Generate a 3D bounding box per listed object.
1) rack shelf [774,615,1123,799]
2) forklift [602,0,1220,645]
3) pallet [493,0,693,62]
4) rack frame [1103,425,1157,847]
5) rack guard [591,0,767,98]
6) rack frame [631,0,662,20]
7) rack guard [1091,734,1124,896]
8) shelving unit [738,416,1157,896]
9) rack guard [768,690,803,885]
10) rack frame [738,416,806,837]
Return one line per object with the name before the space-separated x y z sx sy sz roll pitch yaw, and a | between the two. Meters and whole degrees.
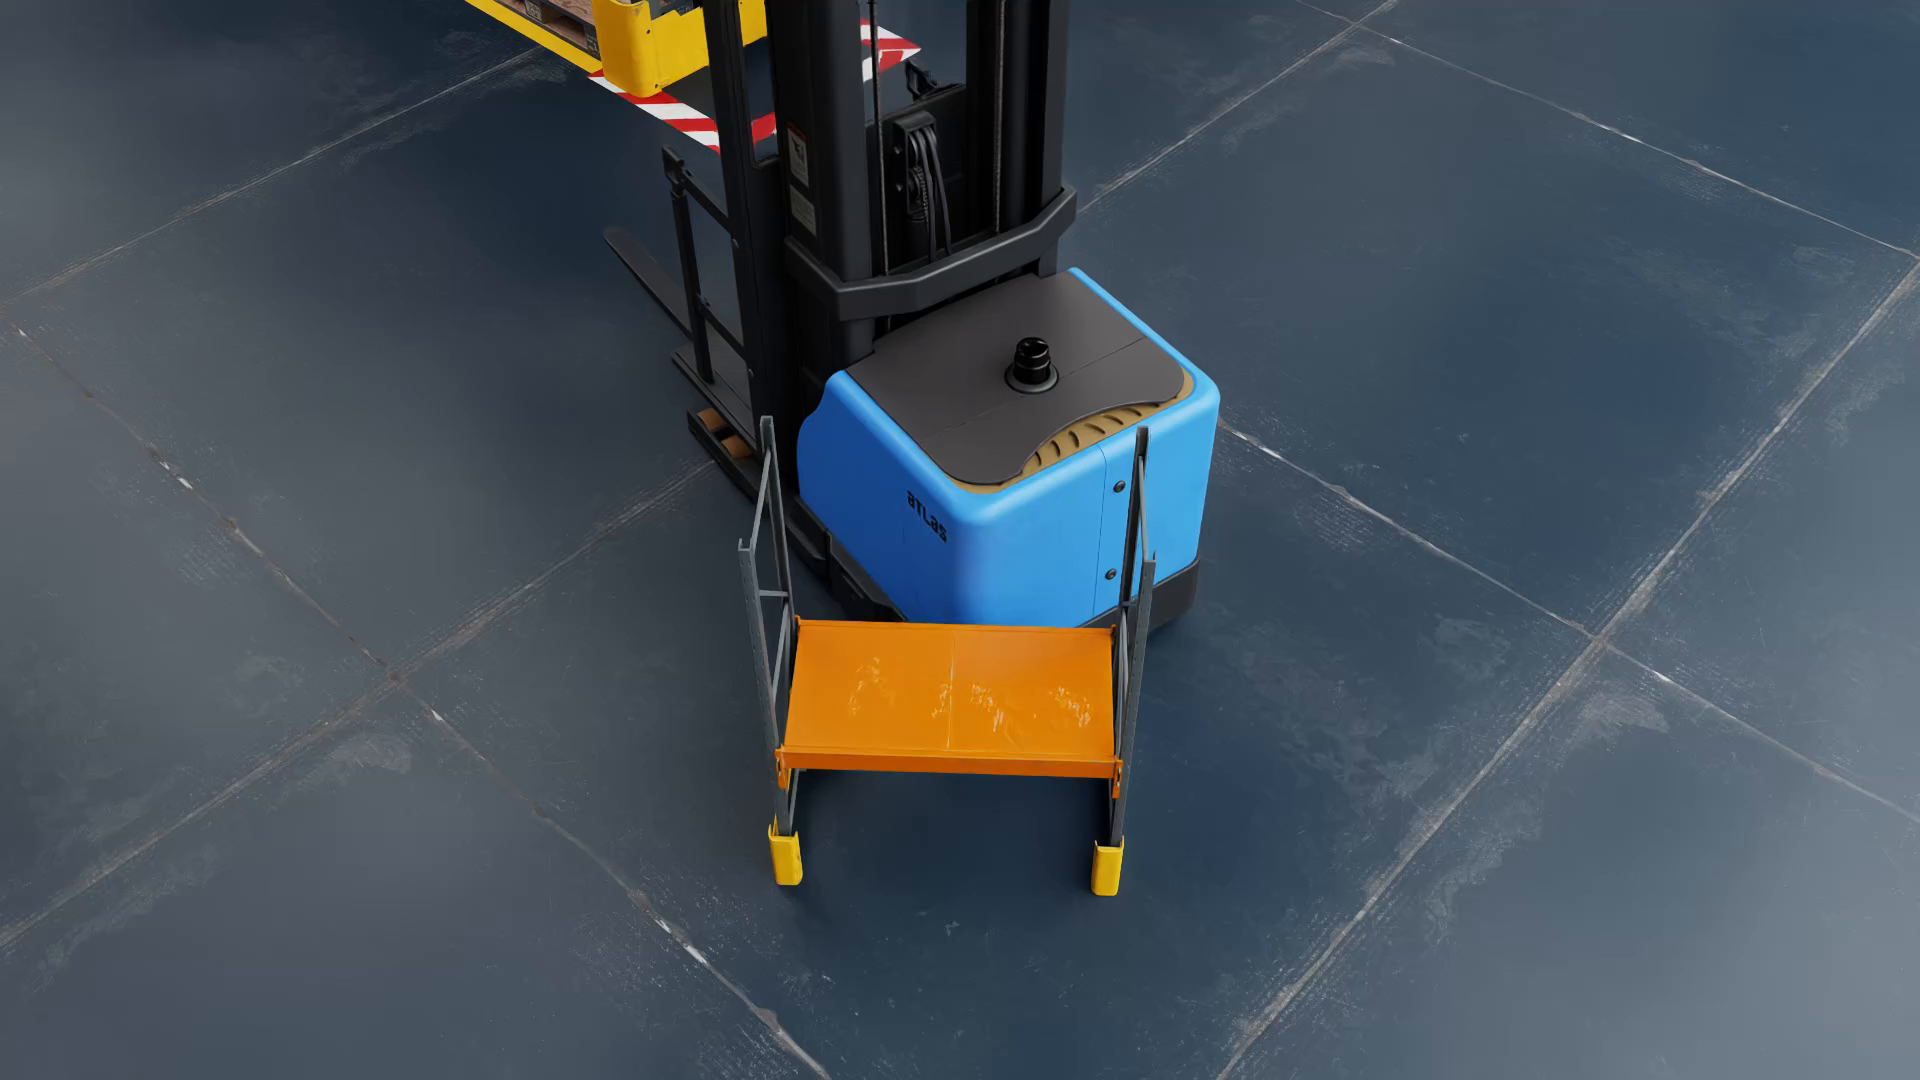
rack shelf | -0.025 0.495 5.003 1.000 0.185 0.538 2 47 1
forklift | -0.413 -1.427 5.580 1.130 2.935 3.031 -27 52 -23
pallet | -1.911 -3.070 8.988 1.213 0.211 1.003 34 55 28
rack frame | 0.483 0.386 4.858 0.032 1.500 0.500 2 47 1
rack guard | -1.318 -2.765 8.503 0.348 0.500 1.175 34 55 28
rack frame | -1.230 -3.608 7.580 0.127 3.000 1.000 34 55 28
rack guard | 0.464 0.814 5.315 0.087 0.250 0.587 2 47 1
shelving unit | -0.034 0.372 4.872 1.083 1.500 0.587 2 47 1
rack guard | -0.531 0.786 5.340 0.087 0.250 0.587 2 47 1
rack frame | -0.532 0.358 4.885 0.032 1.500 0.500 2 47 1
